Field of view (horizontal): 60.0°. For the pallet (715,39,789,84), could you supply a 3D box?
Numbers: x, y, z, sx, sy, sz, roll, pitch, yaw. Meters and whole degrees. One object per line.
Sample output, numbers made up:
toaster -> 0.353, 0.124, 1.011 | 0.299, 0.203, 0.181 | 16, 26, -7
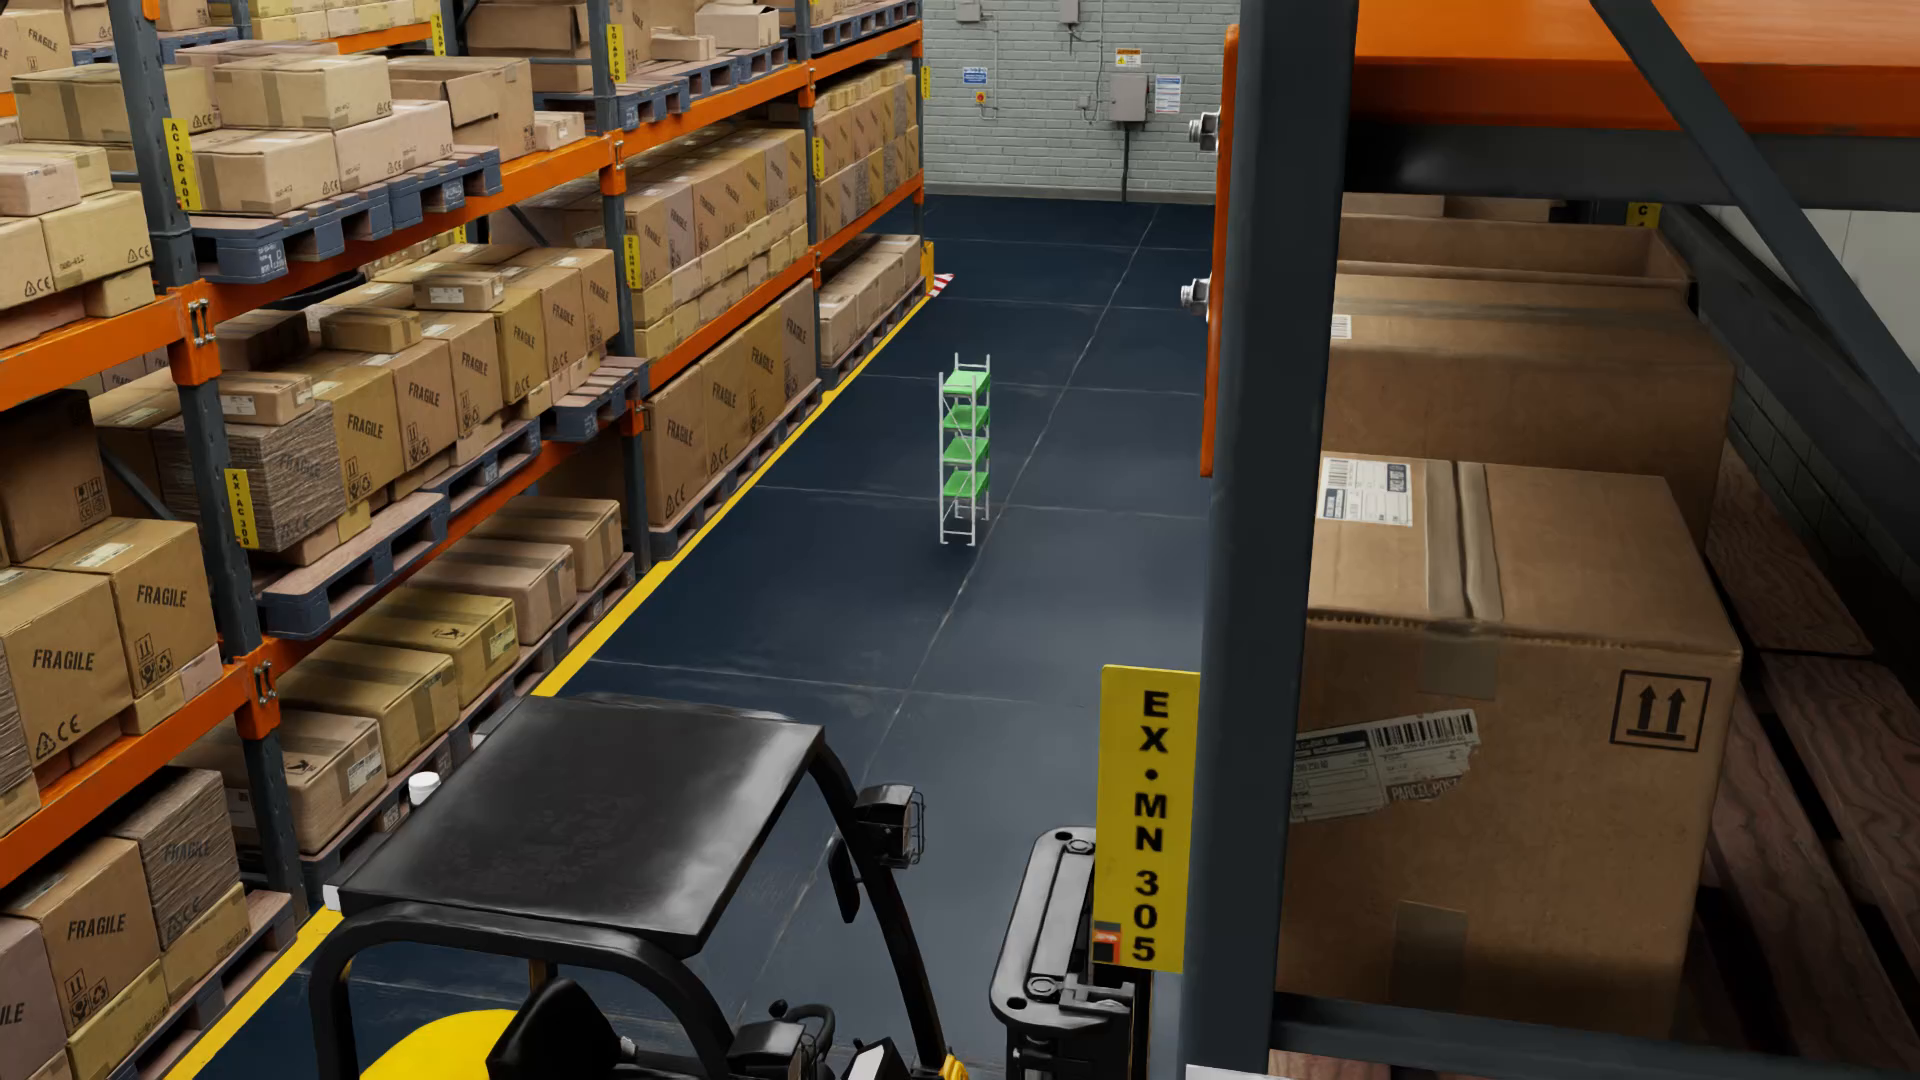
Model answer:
pallet -> -1.842, -3.648, 12.638 | 0.805, 0.209, 1.217 | 4, 22, 9

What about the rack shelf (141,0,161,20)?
rack shelf -> -2.928, -2.754, 7.644 | 1.077, 0.370, 4.000 | 4, 22, 11

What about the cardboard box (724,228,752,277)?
cardboard box -> -1.838, -2.105, 12.097 | 0.500, 0.250, 0.500 | 5, 22, 12

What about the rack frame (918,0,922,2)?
rack frame -> -0.887, -6.930, 16.516 | 1.000, 3.000, 0.127 | 4, 22, 11

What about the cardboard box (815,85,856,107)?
cardboard box -> -1.144, -3.964, 14.841 | 0.380, 0.149, 0.250 | 4, 22, 9

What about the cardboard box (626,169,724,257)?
cardboard box -> -1.967, -2.264, 11.487 | 0.500, 0.500, 0.500 | 5, 22, 12

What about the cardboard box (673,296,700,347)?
cardboard box -> -2.086, -1.501, 11.266 | 0.500, 0.250, 0.500 | 4, 22, 9

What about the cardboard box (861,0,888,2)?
cardboard box -> -0.898, -5.333, 16.204 | 0.380, 0.149, 0.250 | 3, 22, 7

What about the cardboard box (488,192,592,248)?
cardboard box -> -2.670, -1.941, 10.686 | 0.500, 0.500, 0.500 | 4, 22, 9

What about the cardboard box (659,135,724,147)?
cardboard box -> -2.152, -2.868, 12.986 | 0.500, 0.500, 0.500 | 4, 22, 11

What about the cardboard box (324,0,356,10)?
cardboard box -> -6.015, -5.101, 15.521 | 0.500, 0.250, 0.500 | 5, 22, 12

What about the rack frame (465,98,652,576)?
rack frame -> -2.520, -1.222, 10.372 | 1.000, 3.000, 0.127 | 4, 22, 11

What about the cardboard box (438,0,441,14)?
cardboard box -> -5.588, -5.623, 17.486 | 0.500, 0.250, 0.500 | 4, 22, 10

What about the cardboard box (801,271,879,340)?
cardboard box -> -1.288, -2.240, 15.767 | 0.875, 0.438, 0.875 | 4, 22, 9

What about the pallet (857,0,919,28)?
pallet -> -1.029, -5.226, 16.417 | 1.003, 0.211, 1.213 | 4, 22, 11

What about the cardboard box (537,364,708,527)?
cardboard box -> -2.298, -0.677, 11.302 | 0.875, 0.875, 0.875 | 4, 22, 10

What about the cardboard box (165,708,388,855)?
cardboard box -> -3.232, 1.073, 7.629 | 0.950, 0.372, 0.625 | 5, 22, 12

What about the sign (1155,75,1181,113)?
sign -> 2.793, -5.992, 22.344 | 0.329, 0.494, 0.001 | 4, 22, 11

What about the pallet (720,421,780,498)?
pallet -> -2.034, -0.656, 12.699 | 1.003, 0.211, 1.213 | 4, 22, 11

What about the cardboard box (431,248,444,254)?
cardboard box -> -5.687, -3.093, 17.875 | 0.380, 0.149, 0.250 | 4, 22, 9

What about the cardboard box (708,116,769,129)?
cardboard box -> -1.878, -3.388, 14.280 | 0.500, 0.500, 0.500 | 4, 22, 10

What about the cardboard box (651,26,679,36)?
cardboard box -> -2.305, -3.726, 12.326 | 0.380, 0.166, 0.250 | 3, 22, 7

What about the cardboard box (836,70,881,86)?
cardboard box -> -0.978, -4.437, 16.016 | 0.380, 0.149, 0.250 | 4, 22, 10

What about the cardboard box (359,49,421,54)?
cardboard box -> -6.105, -4.992, 17.863 | 0.500, 0.500, 0.500 | 4, 22, 11

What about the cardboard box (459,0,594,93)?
cardboard box -> -2.591, -3.005, 10.085 | 0.797, 0.503, 0.637 | 3, 22, 8

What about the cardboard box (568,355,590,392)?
cardboard box -> -2.348, -0.963, 9.504 | 0.380, 0.149, 0.250 | 4, 22, 10

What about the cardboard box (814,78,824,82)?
cardboard box -> -1.510, -4.377, 15.865 | 0.380, 0.149, 0.250 | 5, 22, 11

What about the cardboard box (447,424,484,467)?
cardboard box -> -2.621, -0.490, 8.328 | 0.380, 0.149, 0.250 | 5, 23, 13

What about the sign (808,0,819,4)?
sign -> -1.170, -4.424, 13.195 | 0.100, 0.325, 0.005 | 4, 22, 11

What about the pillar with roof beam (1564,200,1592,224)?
pillar with roof beam -> -1.258, -3.410, 7.775 | 9.100, 9.000, 0.400 | 4, 22, 11

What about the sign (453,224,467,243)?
sign -> -3.064, -1.800, 10.258 | 0.100, 0.325, 0.005 | 4, 22, 11

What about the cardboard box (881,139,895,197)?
cardboard box -> -0.939, -3.626, 16.208 | 0.500, 0.500, 0.500 | 5, 22, 12

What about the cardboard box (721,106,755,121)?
cardboard box -> -1.952, -3.633, 14.017 | 0.380, 0.149, 0.250 | 4, 22, 10

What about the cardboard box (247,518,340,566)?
cardboard box -> -2.914, -0.015, 7.150 | 0.380, 0.149, 0.250 | 5, 22, 12

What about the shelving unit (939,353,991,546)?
shelving unit -> 0.034, -0.617, 11.280 | 0.258, 1.200, 0.503 | 4, 22, 11

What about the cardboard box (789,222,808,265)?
cardboard box -> -1.548, -2.432, 13.577 | 0.500, 0.250, 0.500 | 4, 22, 10

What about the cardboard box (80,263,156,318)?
cardboard box -> -3.101, -0.895, 5.881 | 0.380, 0.149, 0.250 | 5, 22, 11

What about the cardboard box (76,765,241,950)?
cardboard box -> -3.194, 1.211, 6.447 | 0.500, 0.500, 0.500 | 4, 22, 10

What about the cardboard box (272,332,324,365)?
cardboard box -> -3.255, -0.694, 7.968 | 0.500, 0.500, 0.500 | 5, 23, 13

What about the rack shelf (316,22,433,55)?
rack shelf -> -6.162, -4.814, 16.240 | 1.077, 0.370, 4.000 | 4, 22, 11

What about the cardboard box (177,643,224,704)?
cardboard box -> -3.103, 0.498, 6.437 | 0.380, 0.149, 0.250 | 4, 22, 10

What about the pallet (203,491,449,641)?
pallet -> -3.038, 0.062, 7.442 | 1.003, 0.211, 1.213 | 4, 22, 11

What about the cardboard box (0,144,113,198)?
cardboard box -> -3.187, -1.271, 5.748 | 0.380, 0.149, 0.250 | 5, 22, 12

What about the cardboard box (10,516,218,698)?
cardboard box -> -3.183, 0.238, 6.215 | 0.500, 0.500, 0.500 | 4, 22, 10

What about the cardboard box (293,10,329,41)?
cardboard box -> -6.124, -4.680, 15.144 | 0.500, 0.250, 0.500 | 4, 22, 10

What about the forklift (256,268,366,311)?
forklift -> -5.376, -2.026, 12.461 | 3.031, 2.935, 1.130 | 7, 23, 17

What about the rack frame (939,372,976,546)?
rack frame -> -0.016, -0.528, 11.058 | 0.240, 1.200, 0.015 | 4, 22, 11

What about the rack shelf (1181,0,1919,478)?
rack shelf -> 1.116, -0.914, 3.076 | 1.077, 0.370, 4.000 | 4, 22, 11

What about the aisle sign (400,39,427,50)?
aisle sign -> -6.033, -5.743, 18.119 | 0.394, 0.787, 0.004 | 4, 22, 11

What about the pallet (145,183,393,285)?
pallet -> -3.106, -1.281, 6.755 | 1.213, 0.211, 1.003 | 4, 22, 11

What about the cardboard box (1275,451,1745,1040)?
cardboard box -> 0.559, 0.222, 1.943 | 0.500, 0.500, 0.500 | 5, 23, 13

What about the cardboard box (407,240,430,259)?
cardboard box -> -5.765, -3.039, 17.342 | 0.380, 0.149, 0.250 | 5, 23, 13

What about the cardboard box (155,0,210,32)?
cardboard box -> -6.755, -4.527, 13.869 | 0.700, 0.500, 0.500 | 4, 22, 11

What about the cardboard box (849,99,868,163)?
cardboard box -> -1.145, -3.721, 15.106 | 0.500, 0.500, 0.500 | 5, 22, 12

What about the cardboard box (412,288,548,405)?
cardboard box -> -2.537, -1.039, 8.824 | 0.500, 0.500, 0.500 | 3, 22, 7

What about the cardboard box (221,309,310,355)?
cardboard box -> -3.302, -0.980, 7.809 | 0.380, 0.149, 0.250 | 4, 22, 9

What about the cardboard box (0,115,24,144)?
cardboard box -> -10.532, -4.588, 18.534 | 0.500, 0.250, 0.500 | 4, 22, 10

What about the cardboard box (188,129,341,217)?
cardboard box -> -2.824, -1.459, 6.584 | 0.500, 0.250, 0.500 | 4, 22, 9

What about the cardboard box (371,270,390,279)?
cardboard box -> -5.954, -2.620, 16.699 | 0.380, 0.149, 0.250 | 4, 22, 11
